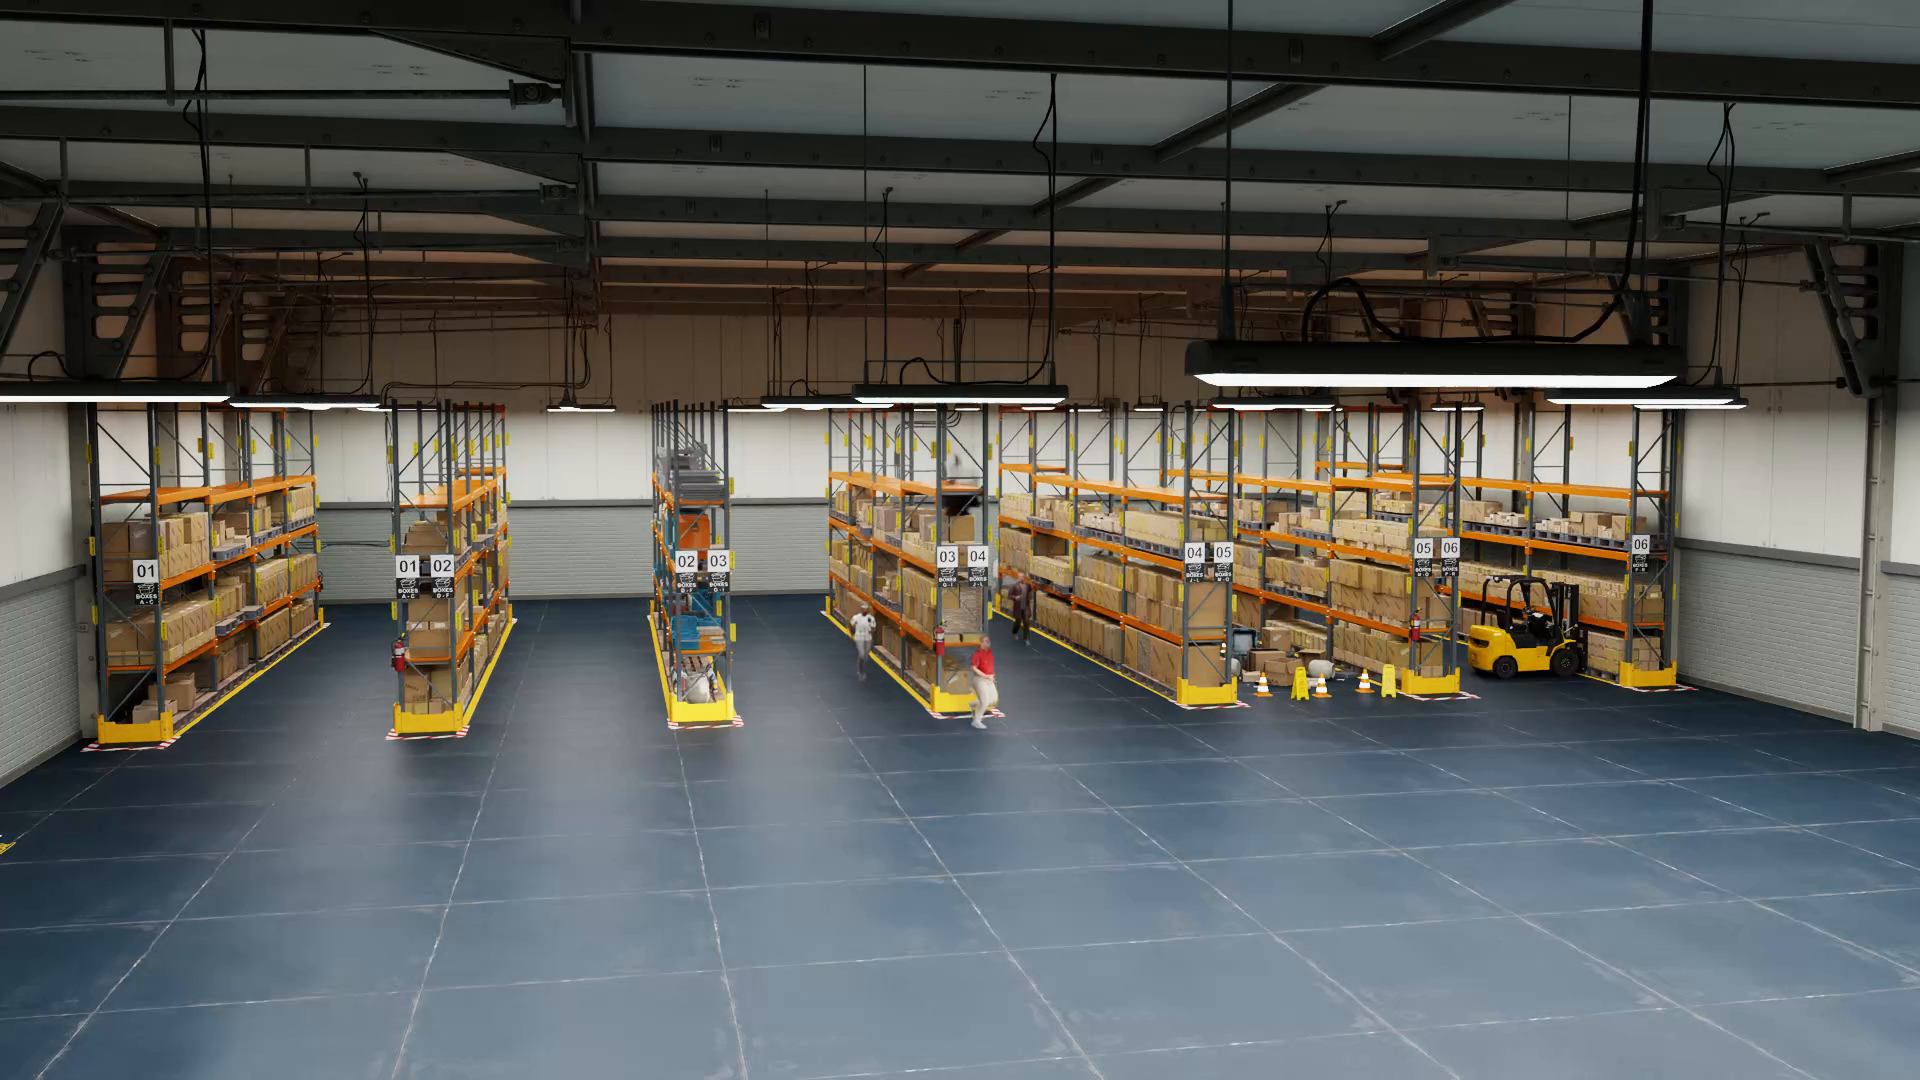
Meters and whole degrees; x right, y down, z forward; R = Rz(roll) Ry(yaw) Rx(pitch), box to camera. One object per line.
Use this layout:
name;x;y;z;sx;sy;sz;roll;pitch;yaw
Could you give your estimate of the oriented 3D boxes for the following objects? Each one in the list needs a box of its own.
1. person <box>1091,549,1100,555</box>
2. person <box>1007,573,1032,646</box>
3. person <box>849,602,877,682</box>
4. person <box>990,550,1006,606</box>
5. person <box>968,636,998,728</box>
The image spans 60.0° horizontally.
person;4.092;1.093;50.620;0.572;1.662;0.644;0;4;-4
person;1.514;1.689;41.333;0.710;1.757;1.007;-1;4;-16
person;-2.079;2.189;35.815;0.530;1.726;0.801;-2;5;-20
person;1.214;1.109;49.804;0.787;1.745;0.732;-2;5;-28
person;0.435;2.599;30.500;0.648;1.685;0.688;3;5;33
